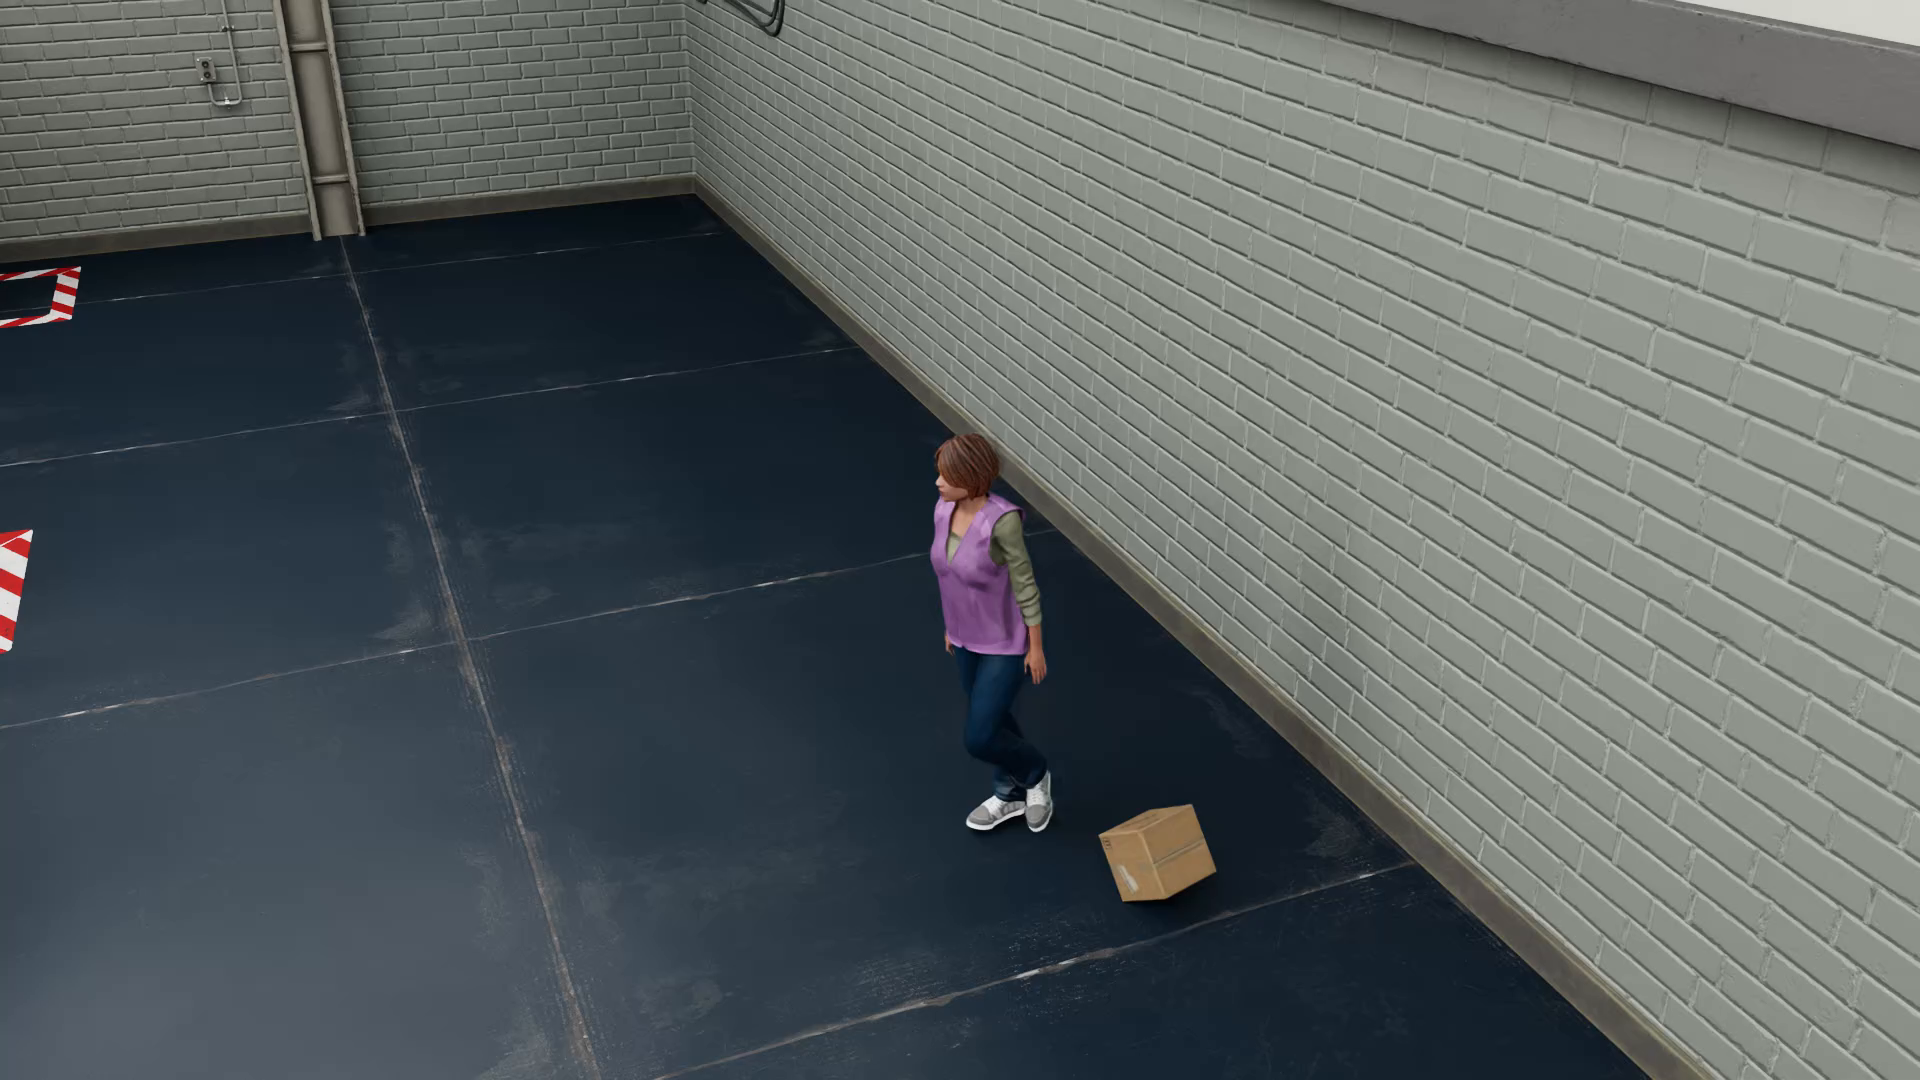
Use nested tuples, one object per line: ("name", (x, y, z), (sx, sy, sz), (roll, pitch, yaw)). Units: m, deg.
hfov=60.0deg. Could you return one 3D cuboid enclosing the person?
("person", (0.114, 0.352, 5.885), (0.421, 1.588, 0.465), (-19, 32, -33))
